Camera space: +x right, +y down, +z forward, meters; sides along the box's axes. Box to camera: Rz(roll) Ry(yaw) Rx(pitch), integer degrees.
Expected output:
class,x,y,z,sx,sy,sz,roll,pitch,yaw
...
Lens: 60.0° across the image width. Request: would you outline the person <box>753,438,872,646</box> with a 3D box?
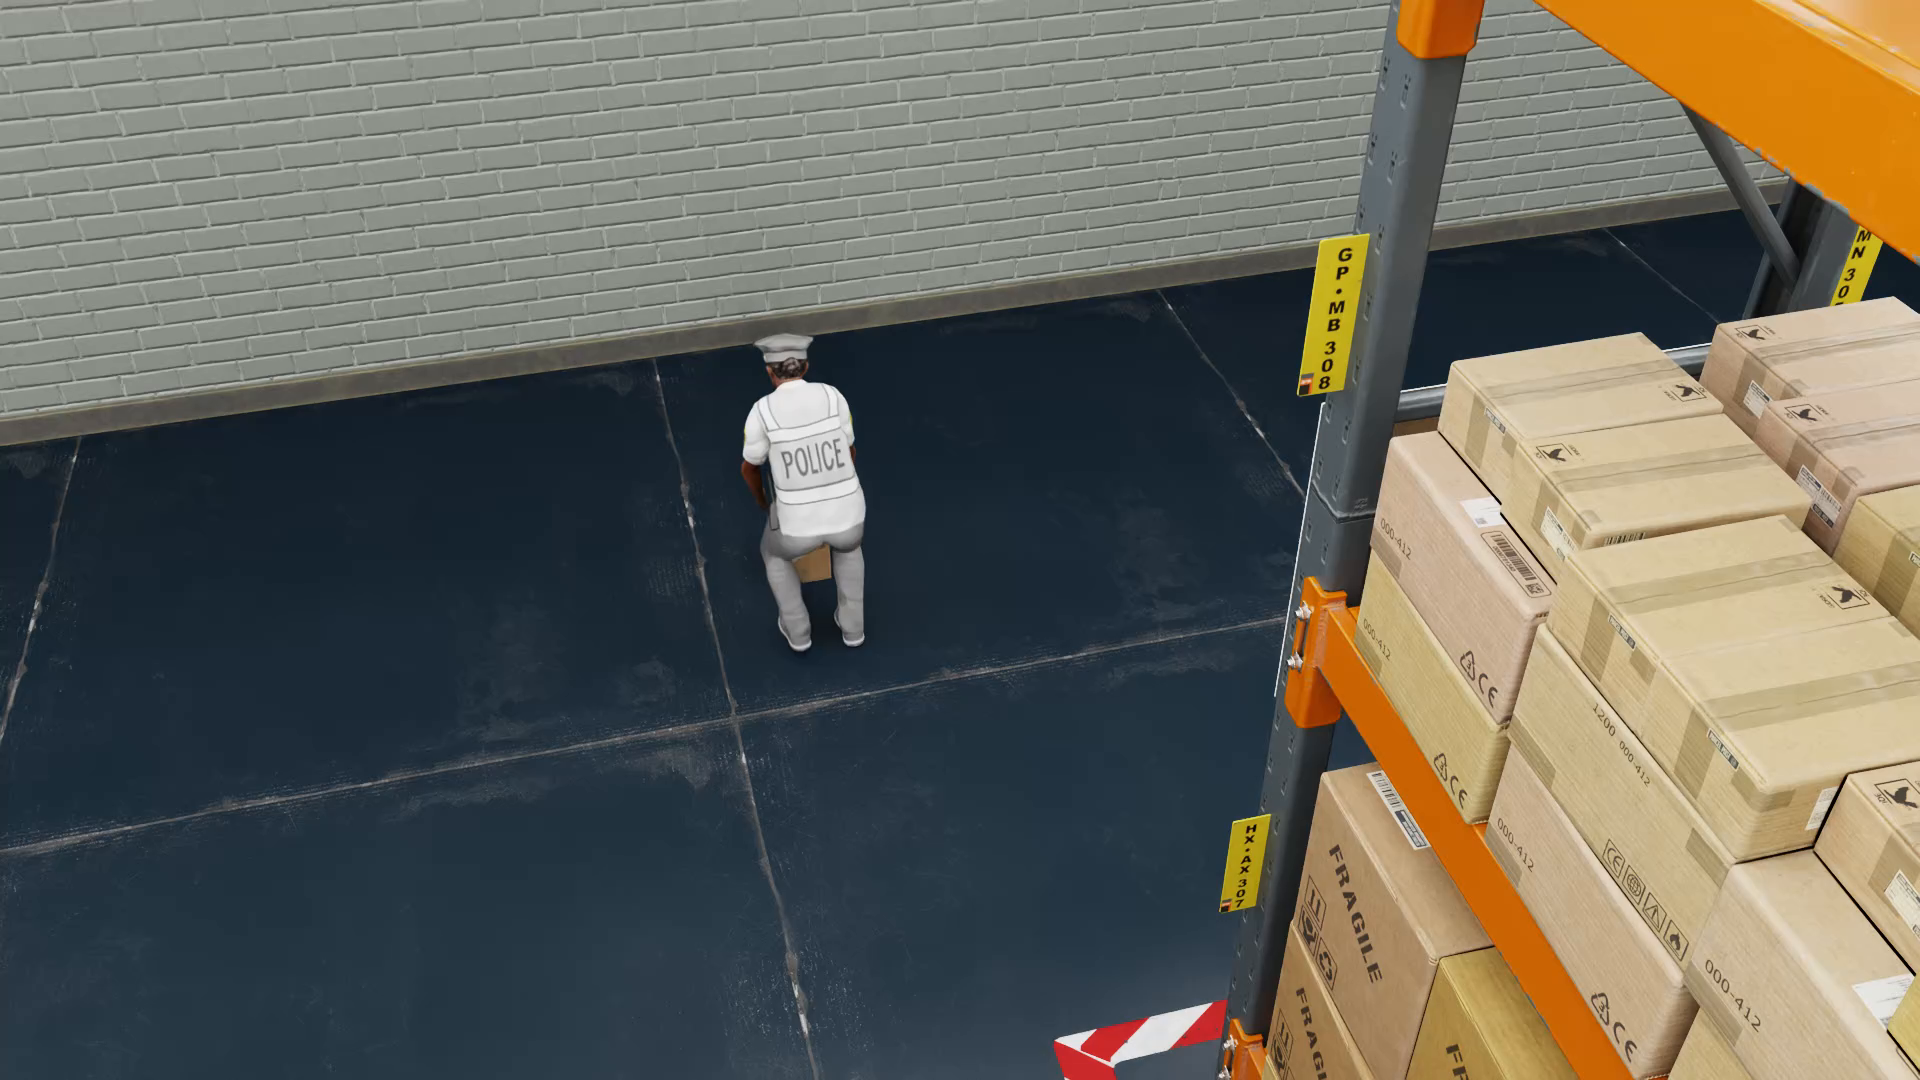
class,x,y,z,sx,sy,sz,roll,pitch,yaw
person,-0.663,0.028,7.420,0.451,0.791,0.926,-11,40,-13
